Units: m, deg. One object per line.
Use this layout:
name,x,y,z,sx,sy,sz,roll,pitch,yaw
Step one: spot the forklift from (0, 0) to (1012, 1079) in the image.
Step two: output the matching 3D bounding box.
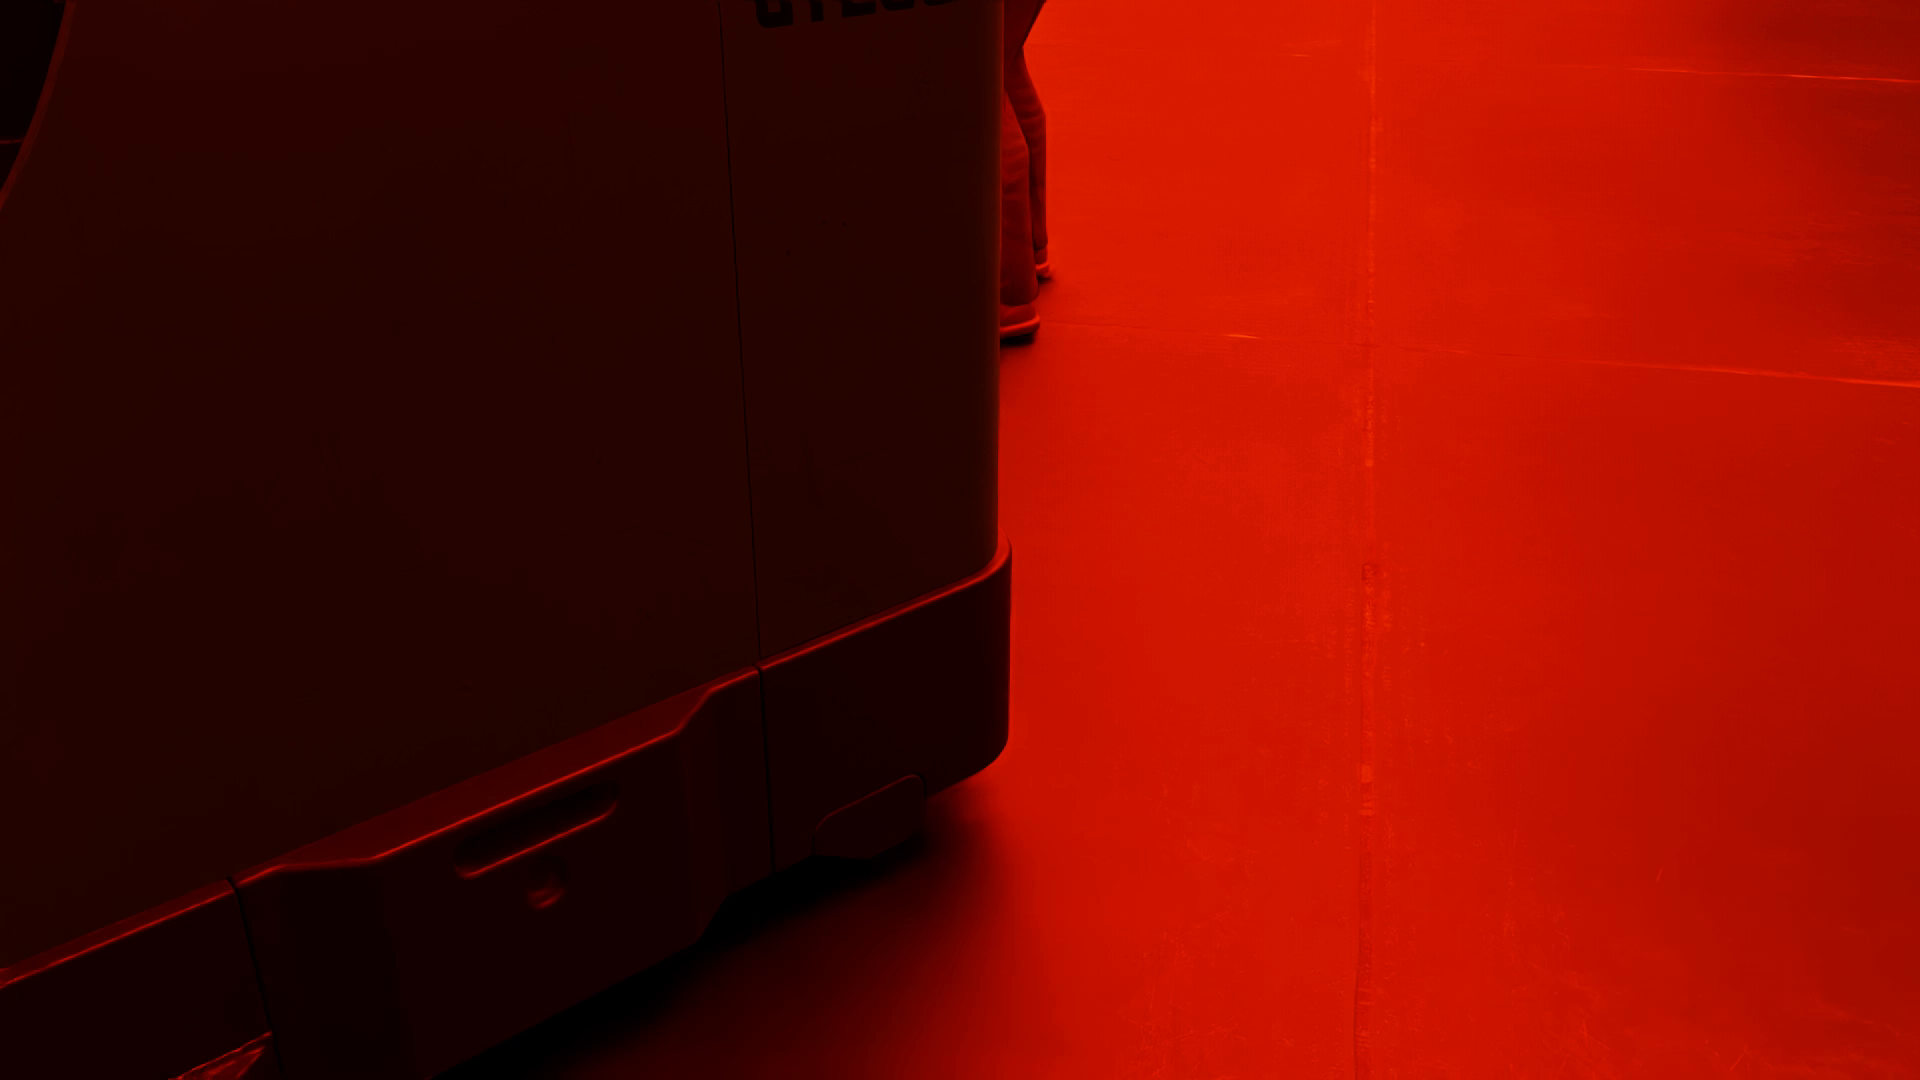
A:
forklift,-1.391,-0.753,0.739,3.031,2.935,1.130,-21,34,-36

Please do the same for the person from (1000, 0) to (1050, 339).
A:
person,0.061,-1.238,3.135,0.362,1.661,0.650,6,27,11
